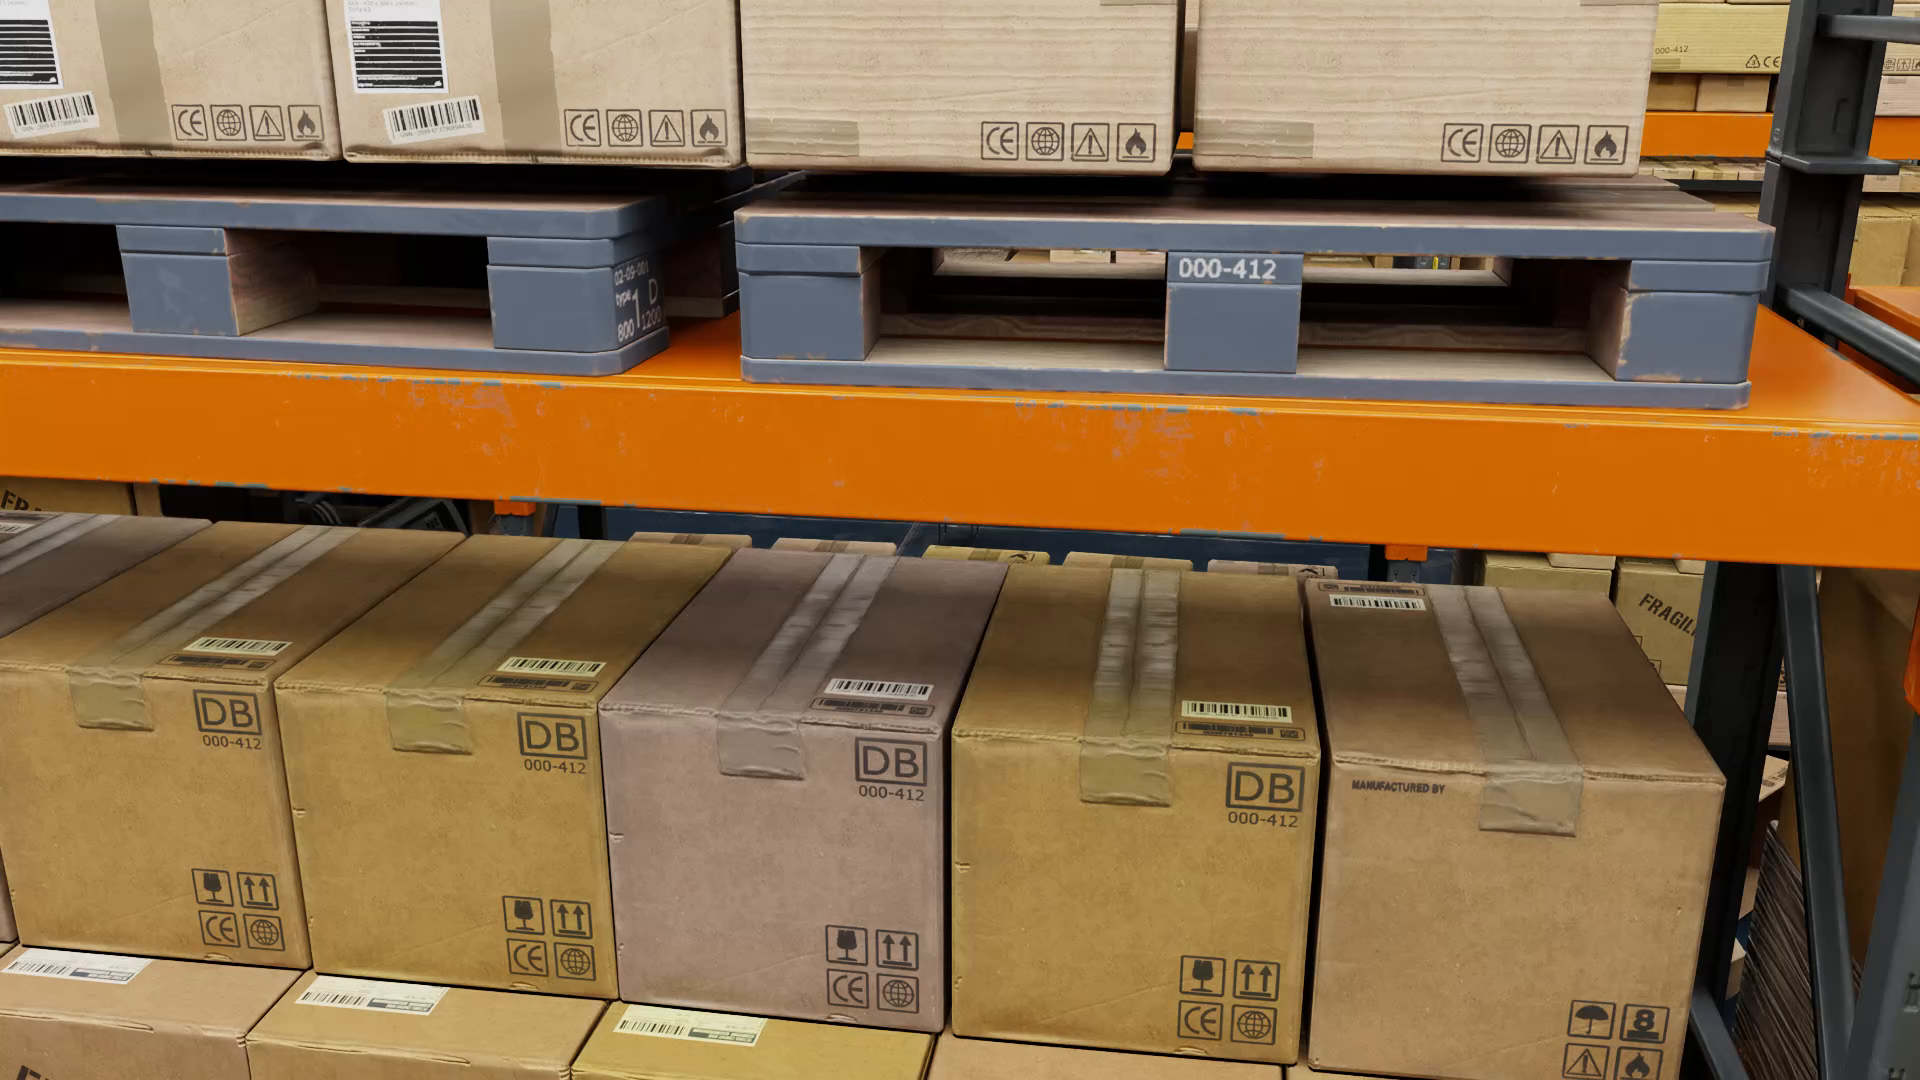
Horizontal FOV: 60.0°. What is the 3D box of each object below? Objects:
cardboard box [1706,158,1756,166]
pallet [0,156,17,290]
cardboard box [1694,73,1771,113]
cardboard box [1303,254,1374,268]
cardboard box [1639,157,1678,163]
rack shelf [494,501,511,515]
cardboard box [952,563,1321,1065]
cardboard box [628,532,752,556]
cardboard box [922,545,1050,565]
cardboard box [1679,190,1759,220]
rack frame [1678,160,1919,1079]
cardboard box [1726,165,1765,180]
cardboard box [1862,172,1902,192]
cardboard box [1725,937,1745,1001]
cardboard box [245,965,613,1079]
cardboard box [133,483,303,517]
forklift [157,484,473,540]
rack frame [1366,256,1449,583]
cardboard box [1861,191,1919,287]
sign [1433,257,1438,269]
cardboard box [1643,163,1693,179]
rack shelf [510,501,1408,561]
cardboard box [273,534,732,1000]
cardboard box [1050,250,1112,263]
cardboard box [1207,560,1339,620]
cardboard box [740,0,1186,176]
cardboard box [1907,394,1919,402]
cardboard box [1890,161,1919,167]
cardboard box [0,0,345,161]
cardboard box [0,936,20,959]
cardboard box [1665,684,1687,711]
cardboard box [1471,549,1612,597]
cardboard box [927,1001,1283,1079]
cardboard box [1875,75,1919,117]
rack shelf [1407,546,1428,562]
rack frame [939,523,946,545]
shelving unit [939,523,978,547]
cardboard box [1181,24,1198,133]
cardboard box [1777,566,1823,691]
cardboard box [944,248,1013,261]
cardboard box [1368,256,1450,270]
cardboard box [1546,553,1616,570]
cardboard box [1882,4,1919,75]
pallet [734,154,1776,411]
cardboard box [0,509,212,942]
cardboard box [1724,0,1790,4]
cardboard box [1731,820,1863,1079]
[{"bbox_3d":[5.382,-2.579,11.634,0.250,0.149,0.380,4,19,10],"label":"cardboard box"},{"bbox_3d":[-2.021,-0.552,2.796,1.003,0.211,1.213,4,19,11],"label":"pallet"},{"bbox_3d":[2.991,-1.767,6.525,0.250,0.149,0.380,3,19,10],"label":"cardboard box"},{"bbox_3d":[1.477,-0.929,7.063,0.500,0.500,0.500,3,19,8],"label":"cardboard box"},{"bbox_3d":[4.882,-2.610,11.728,0.250,0.149,0.380,3,19,9],"label":"cardboard box"},{"bbox_3d":[-3.955,-0.550,8.355,4.000,0.370,1.077,3,19,9],"label":"rack shelf"},{"bbox_3d":[0.285,0.396,2.658,0.500,0.500,0.700,3,19,8],"label":"cardboard box"},{"bbox_3d":[-1.424,0.288,8.196,0.625,0.372,0.950,2,19,5],"label":"cardboard box"},{"bbox_3d":[0.054,0.362,7.973,0.625,0.372,0.950,4,19,10],"label":"cardboard box"},{"bbox_3d":[2.870,-1.130,6.750,0.500,0.500,0.700,3,19,9],"label":"cardboard box"},{"bbox_3d":[1.284,0.966,2.688,0.127,3.000,1.000,3,19,9],"label":"rack frame"},{"bbox_3d":[5.295,-2.413,11.139,0.250,0.149,0.380,3,19,10],"label":"cardboard box"},{"bbox_3d":[6.067,-2.394,11.083,0.250,0.149,0.380,3,19,9],"label":"cardboard box"},{"bbox_3d":[2.433,1.420,5.640,0.396,0.266,0.258,-11,21,-29],"label":"cardboard box"},{"bbox_3d":[-0.773,0.901,2.726,0.500,0.500,0.500,3,19,8],"label":"cardboard box"},{"bbox_3d":[-3.529,-0.089,8.530,0.875,0.875,0.875,3,19,9],"label":"cardboard box"},{"bbox_3d":[-1.643,0.106,5.366,3.031,2.935,1.130,4,19,11],"label":"forklift"},{"bbox_3d":[1.969,-0.590,7.338,0.127,3.000,1.000,3,19,9],"label":"rack frame"},{"bbox_3d":[3.891,-1.098,6.656,0.500,0.500,0.700,3,19,8],"label":"cardboard box"},{"bbox_3d":[1.885,-0.965,6.634,0.005,0.325,0.100,3,19,9],"label":"sign"},{"bbox_3d":[4.800,-2.467,11.300,0.250,0.149,0.380,3,19,9],"label":"cardboard box"},{"bbox_3d":[-0.005,-0.349,7.753,4.000,0.370,1.077,3,19,9],"label":"rack shelf"},{"bbox_3d":[-0.713,0.345,2.812,0.500,0.500,0.700,3,19,8],"label":"cardboard box"},{"bbox_3d":[0.521,-1.274,7.074,0.250,0.149,0.380,2,19,6],"label":"cardboard box"},{"bbox_3d":[1.451,0.432,7.765,0.625,0.372,0.950,3,19,9],"label":"cardboard box"},{"bbox_3d":[0.030,-0.625,2.133,0.500,0.250,0.500,3,19,8],"label":"cardboard box"},{"bbox_3d":[3.855,-0.602,6.749,0.500,0.500,0.500,3,19,9],"label":"cardboard box"},{"bbox_3d":[6.405,-2.523,11.469,0.250,0.149,0.380,3,19,8],"label":"cardboard box"},{"bbox_3d":[-0.984,-0.705,2.278,0.500,0.311,0.500,3,19,8],"label":"cardboard box"},{"bbox_3d":[-1.763,0.849,2.880,0.500,0.500,0.500,3,19,8],"label":"cardboard box"},{"bbox_3d":[3.038,0.653,7.296,0.500,0.250,0.500,4,19,12],"label":"cardboard box"},{"bbox_3d":[2.509,0.274,7.247,0.500,0.500,0.500,4,19,11],"label":"cardboard box"},{"bbox_3d":[0.227,0.951,2.576,0.500,0.500,0.500,3,19,8],"label":"cardboard box"},{"bbox_3d":[3.497,-1.708,6.349,0.250,0.149,0.380,3,19,8],"label":"cardboard box"},{"bbox_3d":[3.944,-0.148,7.151,4.000,0.370,1.077,3,19,9],"label":"rack shelf"},{"bbox_3d":[-0.108,-0.432,10.177,0.006,0.900,0.240,3,19,9],"label":"rack frame"},{"bbox_3d":[-0.008,-0.427,10.162,0.210,0.900,0.258,3,19,9],"label":"shelving unit"},{"bbox_3d":[0.299,-0.714,2.558,0.380,0.149,0.250,3,19,9],"label":"cardboard box"},{"bbox_3d":[3.551,0.324,7.098,0.500,0.500,0.500,4,19,12],"label":"cardboard box"},{"bbox_3d":[-0.039,-1.007,7.298,0.500,0.500,0.500,2,19,7],"label":"cardboard box"},{"bbox_3d":[3.150,-2.088,11.659,0.500,0.500,0.500,2,19,7],"label":"cardboard box"},{"bbox_3d":[2.623,-0.009,7.069,0.250,0.149,0.380,3,19,9],"label":"cardboard box"},{"bbox_3d":[3.363,-1.922,6.360,0.500,0.250,0.500,3,19,9],"label":"cardboard box"},{"bbox_3d":[0.371,-0.396,2.334,1.217,0.209,0.805,2,19,6],"label":"pallet"},{"bbox_3d":[-1.724,0.294,2.963,0.500,0.500,0.700,3,19,8],"label":"cardboard box"},{"bbox_3d":[3.004,-2.111,6.298,0.250,0.149,0.380,3,19,8],"label":"cardboard box"},{"bbox_3d":[1.650,0.910,2.620,0.550,0.550,0.875,3,19,9],"label":"cardboard box"}]
